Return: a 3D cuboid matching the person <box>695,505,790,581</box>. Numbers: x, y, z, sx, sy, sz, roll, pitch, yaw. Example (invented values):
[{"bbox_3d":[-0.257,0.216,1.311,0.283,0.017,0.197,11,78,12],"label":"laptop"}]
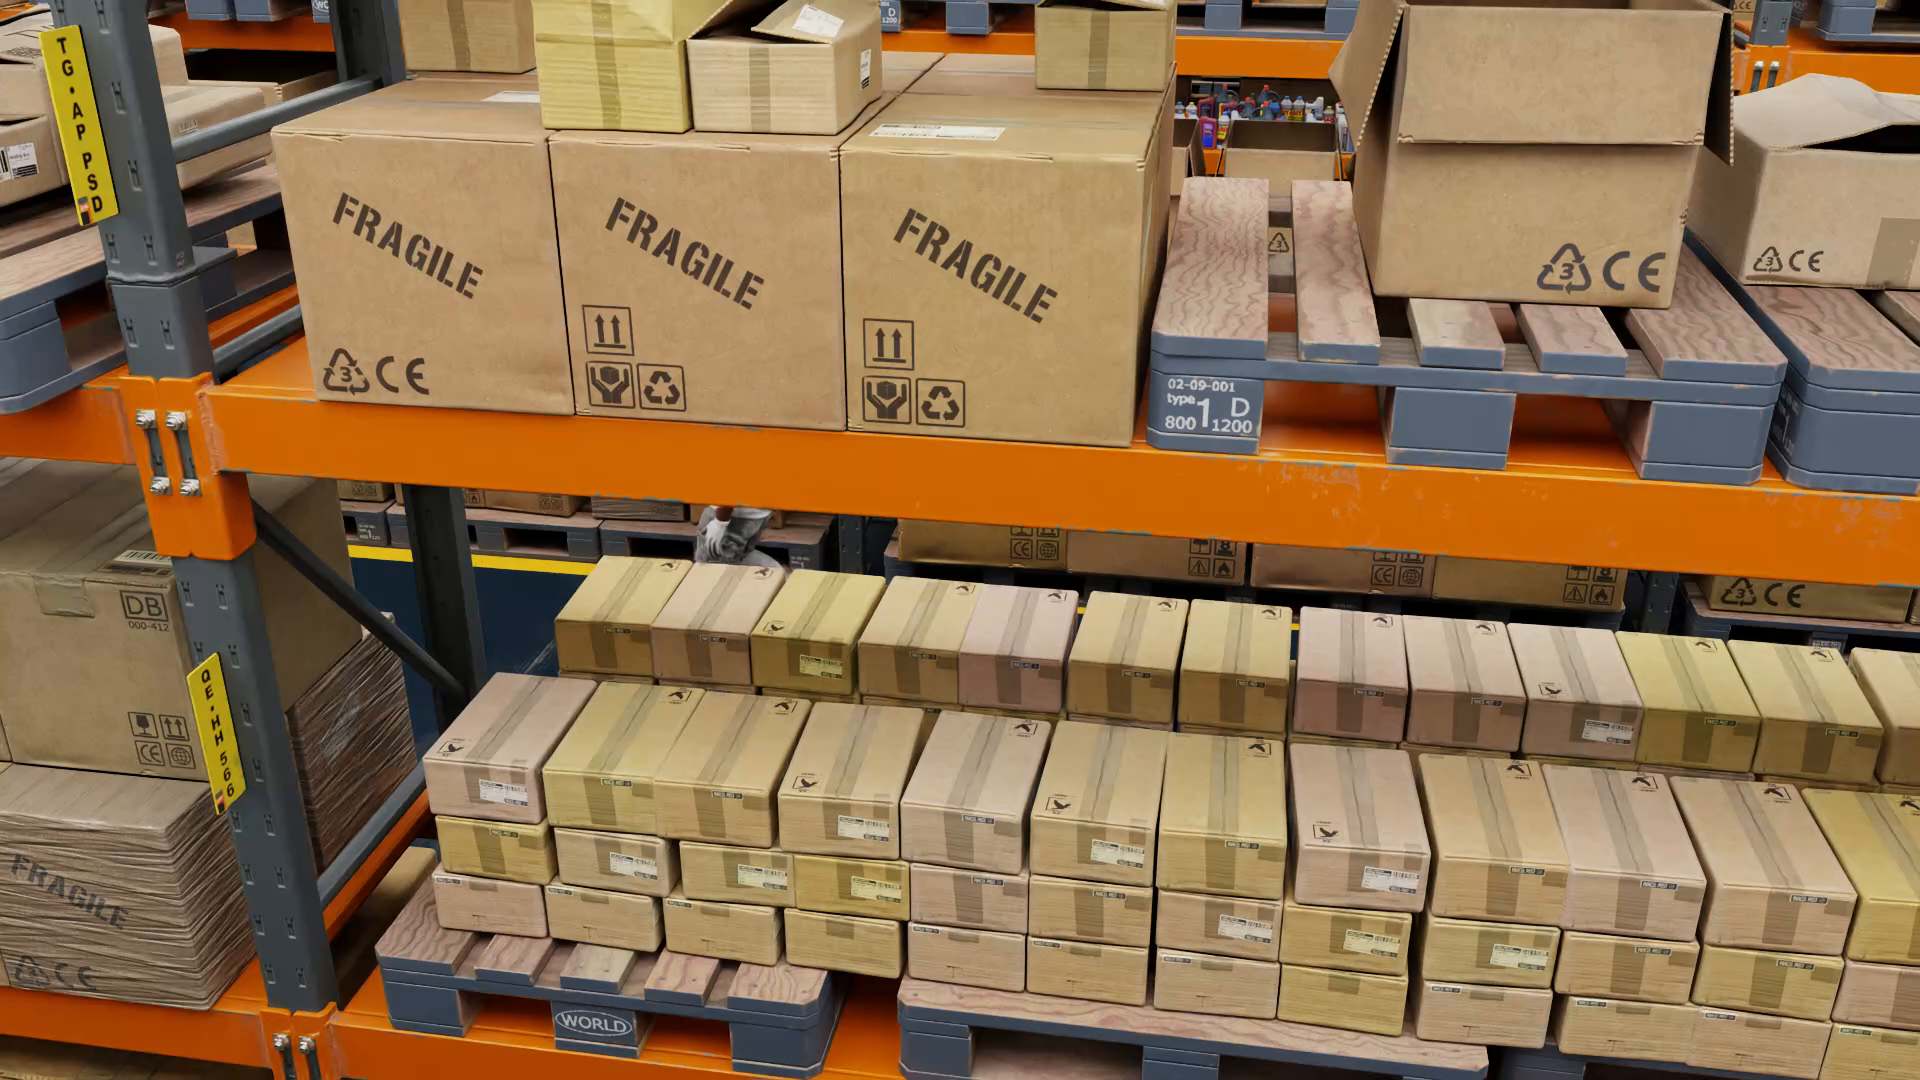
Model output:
[{"bbox_3d":[-1.002,-0.185,7.433,0.713,1.771,0.604,7,26,14],"label":"person"}]
